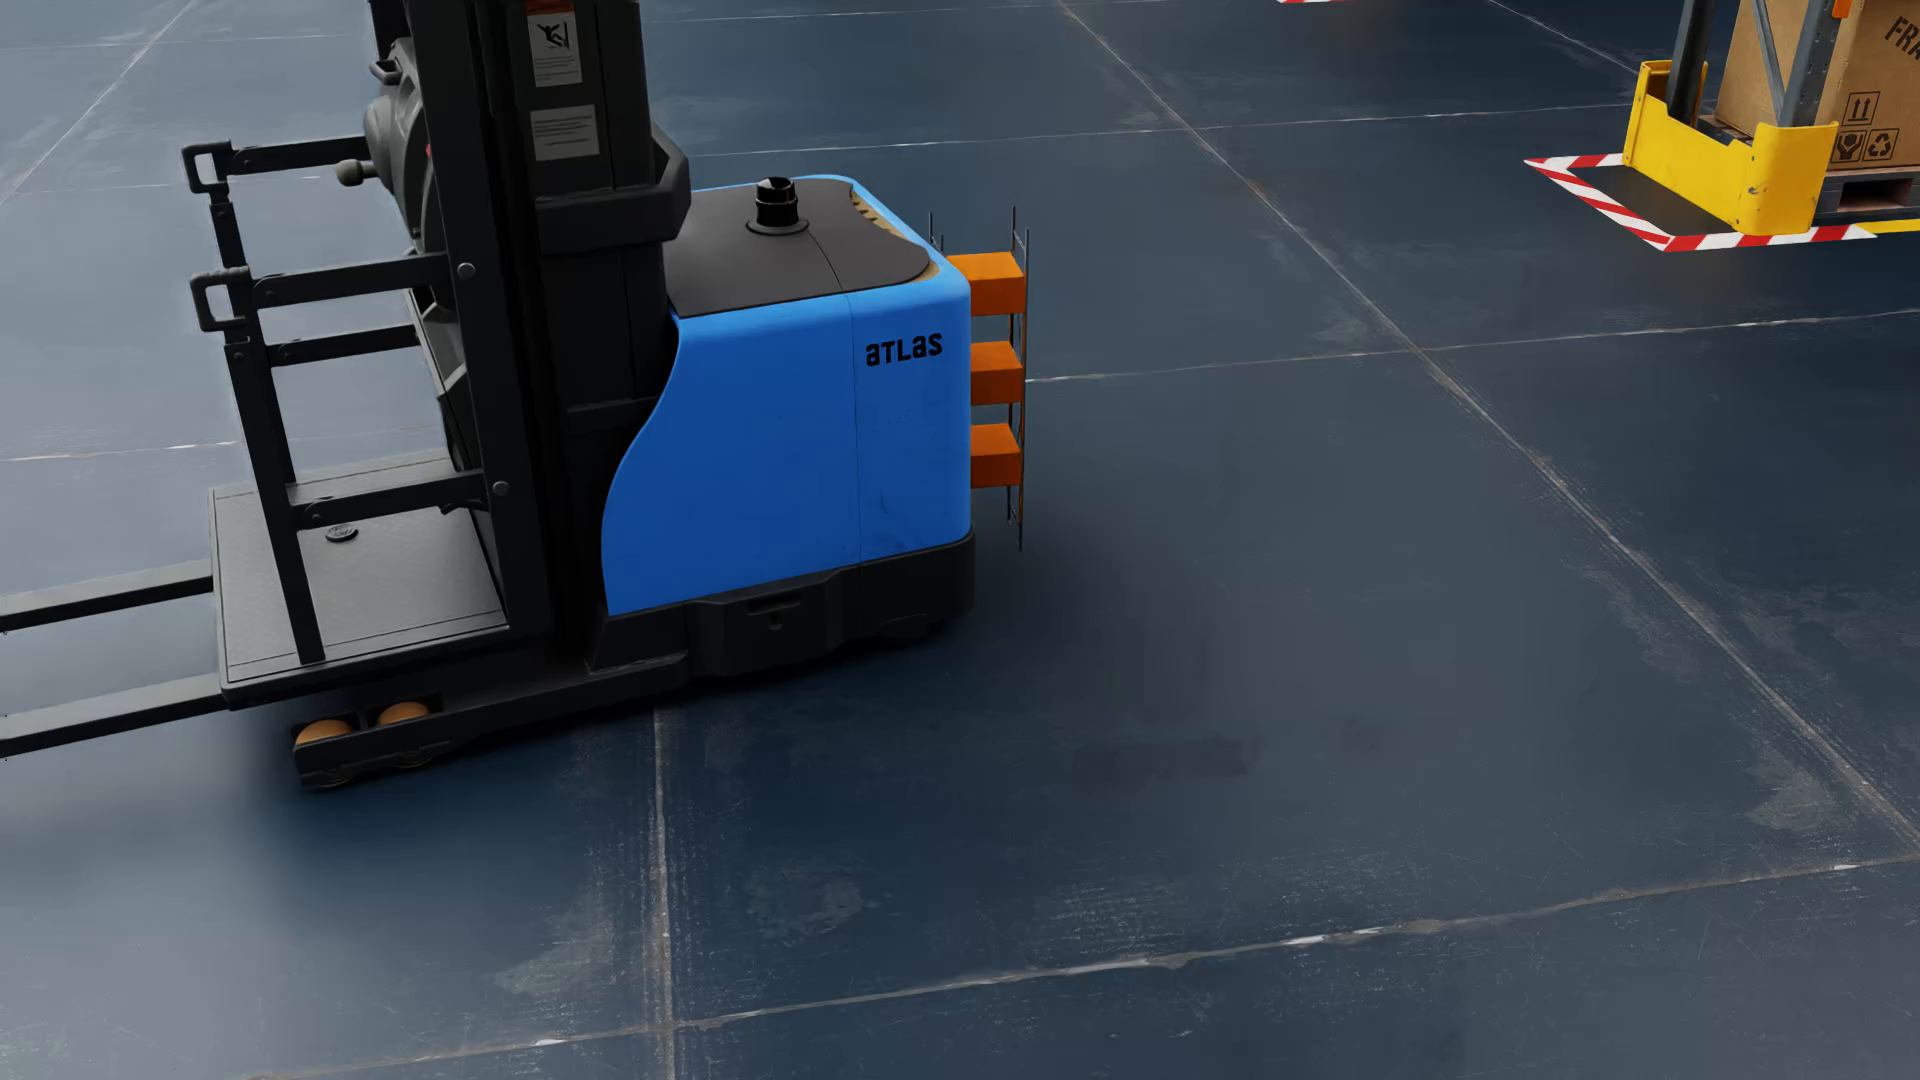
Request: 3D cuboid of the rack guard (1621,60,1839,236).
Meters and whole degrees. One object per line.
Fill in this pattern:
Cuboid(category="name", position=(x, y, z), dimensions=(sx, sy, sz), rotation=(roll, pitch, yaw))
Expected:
Cuboid(category="rack guard", position=(3.668, -1.907, 8.001), dimensions=(0.348, 0.500, 1.175), rotation=(-5, 31, -9))

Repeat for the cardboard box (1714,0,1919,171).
Cuboid(category="cardboard box", position=(4.346, -2.347, 7.964), dimensions=(0.875, 0.875, 0.875), rotation=(-5, 31, -9))

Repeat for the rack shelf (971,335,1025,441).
Cuboid(category="rack shelf", position=(0.053, -0.448, 4.998), dimensions=(0.240, 0.259, 0.215), rotation=(-5, 31, -9))

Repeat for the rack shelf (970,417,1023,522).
Cuboid(category="rack shelf", position=(0.053, -0.209, 5.138), dimensions=(0.240, 0.259, 0.215), rotation=(-5, 31, -9))

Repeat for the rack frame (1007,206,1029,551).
Cuboid(category="rack frame", position=(0.173, -0.469, 5.011), dimensions=(0.008, 1.050, 0.200), rotation=(-5, 31, -9))

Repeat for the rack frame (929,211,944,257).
Cuboid(category="rack frame", position=(-0.067, -0.446, 4.973), dimensions=(0.008, 1.050, 0.200), rotation=(-5, 31, -9))

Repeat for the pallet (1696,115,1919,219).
Cuboid(category="pallet", position=(4.464, -1.897, 8.268), dimensions=(1.213, 0.211, 1.003), rotation=(-5, 31, -9))

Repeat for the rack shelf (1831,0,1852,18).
Cuboid(category="rack shelf", position=(5.659, -2.860, 7.864), dimensions=(4.000, 0.370, 1.077), rotation=(-5, 31, -9))

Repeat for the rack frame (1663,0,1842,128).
Cuboid(category="rack frame", position=(3.691, -2.987, 7.371), dimensions=(0.127, 3.000, 1.000), rotation=(-5, 31, -9))

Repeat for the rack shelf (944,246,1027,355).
Cuboid(category="rack shelf", position=(0.053, -0.693, 4.854), dimensions=(0.240, 0.259, 0.215), rotation=(-5, 31, -9))

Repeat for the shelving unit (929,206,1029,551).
Cuboid(category="shelving unit", position=(0.053, -0.457, 4.992), dimensions=(0.252, 1.050, 0.215), rotation=(-5, 31, -9))

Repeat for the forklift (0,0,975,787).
Cuboid(category="forklift", position=(-1.523, -0.946, 3.967), dimensions=(3.031, 2.935, 1.130), rotation=(-12, 33, -20))
